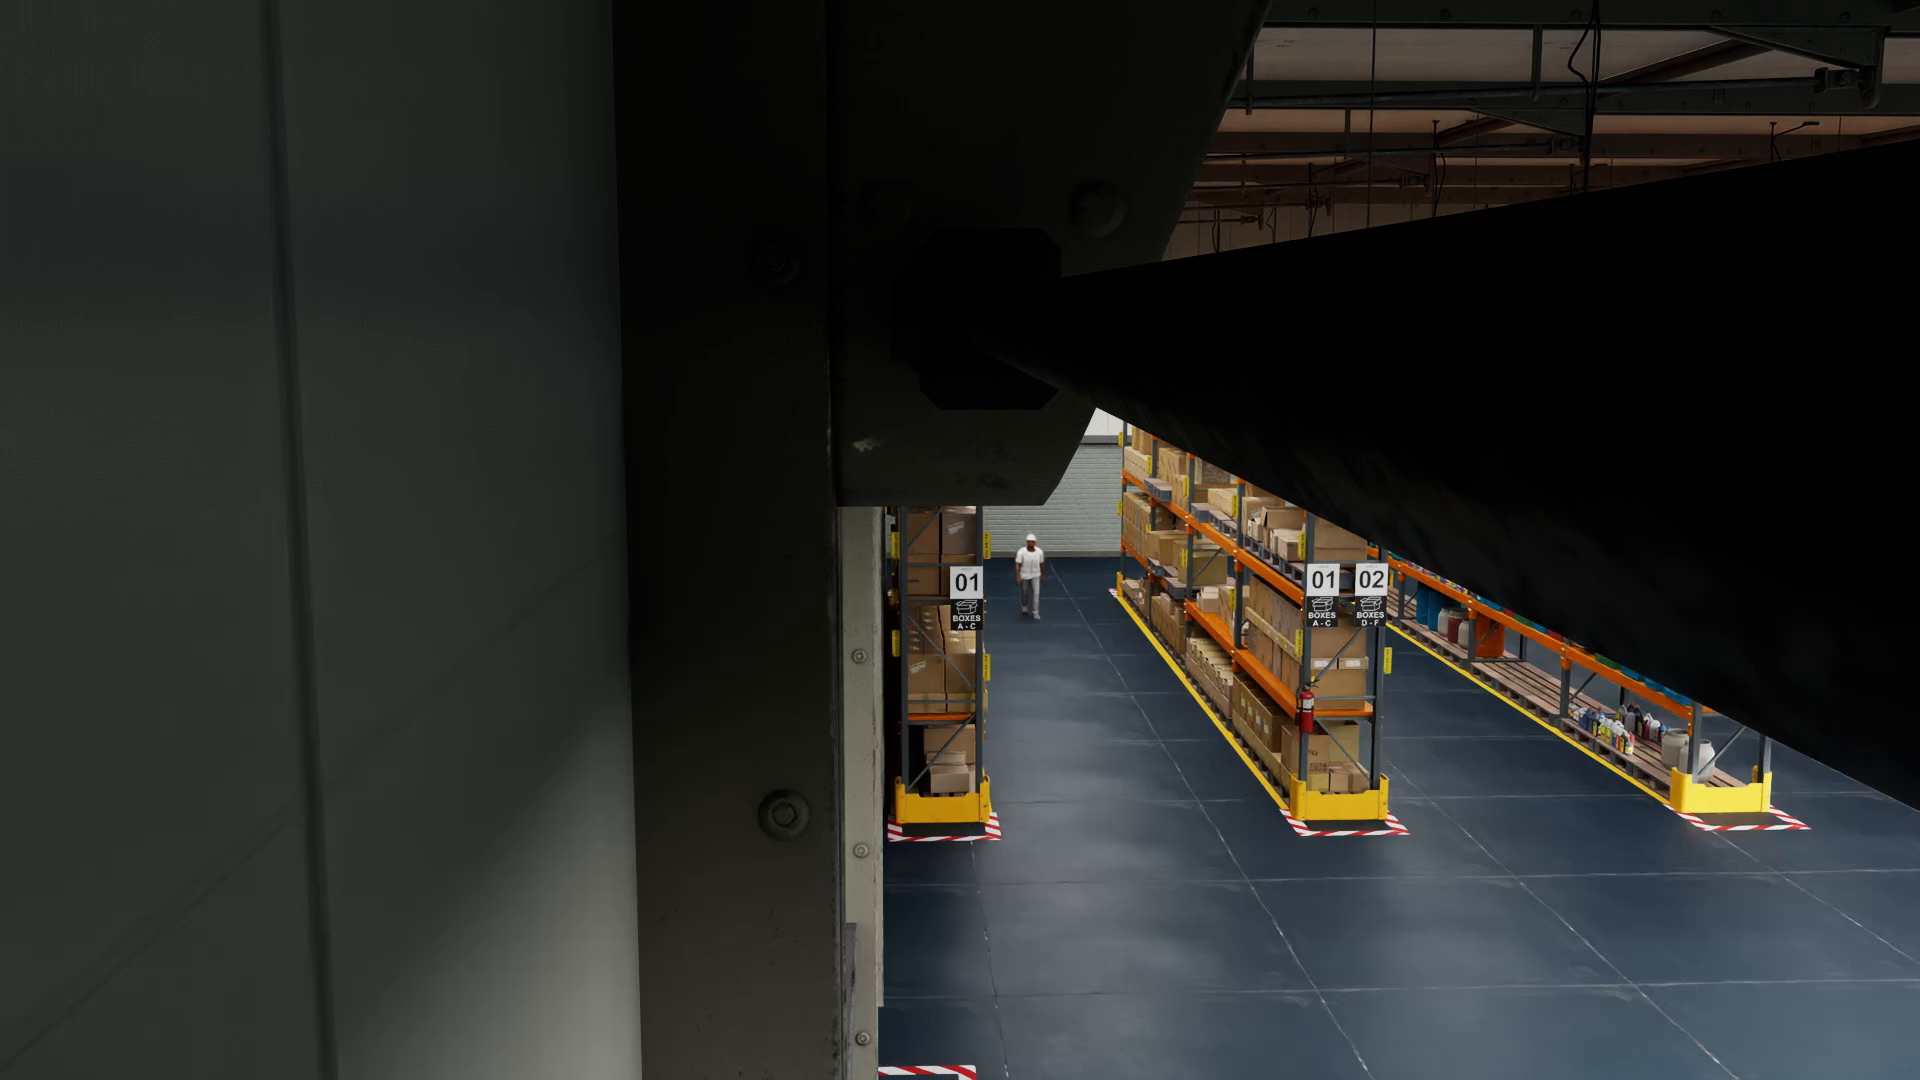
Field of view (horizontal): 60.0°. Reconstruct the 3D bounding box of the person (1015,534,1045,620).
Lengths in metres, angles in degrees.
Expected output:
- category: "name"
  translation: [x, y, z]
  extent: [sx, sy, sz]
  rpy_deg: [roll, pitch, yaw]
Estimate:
- category: "person"
  translation: [1.432, 0.735, 33.787]
  extent: [0.632, 1.714, 1.093]
  rpy_deg: [-1, 8, -5]
